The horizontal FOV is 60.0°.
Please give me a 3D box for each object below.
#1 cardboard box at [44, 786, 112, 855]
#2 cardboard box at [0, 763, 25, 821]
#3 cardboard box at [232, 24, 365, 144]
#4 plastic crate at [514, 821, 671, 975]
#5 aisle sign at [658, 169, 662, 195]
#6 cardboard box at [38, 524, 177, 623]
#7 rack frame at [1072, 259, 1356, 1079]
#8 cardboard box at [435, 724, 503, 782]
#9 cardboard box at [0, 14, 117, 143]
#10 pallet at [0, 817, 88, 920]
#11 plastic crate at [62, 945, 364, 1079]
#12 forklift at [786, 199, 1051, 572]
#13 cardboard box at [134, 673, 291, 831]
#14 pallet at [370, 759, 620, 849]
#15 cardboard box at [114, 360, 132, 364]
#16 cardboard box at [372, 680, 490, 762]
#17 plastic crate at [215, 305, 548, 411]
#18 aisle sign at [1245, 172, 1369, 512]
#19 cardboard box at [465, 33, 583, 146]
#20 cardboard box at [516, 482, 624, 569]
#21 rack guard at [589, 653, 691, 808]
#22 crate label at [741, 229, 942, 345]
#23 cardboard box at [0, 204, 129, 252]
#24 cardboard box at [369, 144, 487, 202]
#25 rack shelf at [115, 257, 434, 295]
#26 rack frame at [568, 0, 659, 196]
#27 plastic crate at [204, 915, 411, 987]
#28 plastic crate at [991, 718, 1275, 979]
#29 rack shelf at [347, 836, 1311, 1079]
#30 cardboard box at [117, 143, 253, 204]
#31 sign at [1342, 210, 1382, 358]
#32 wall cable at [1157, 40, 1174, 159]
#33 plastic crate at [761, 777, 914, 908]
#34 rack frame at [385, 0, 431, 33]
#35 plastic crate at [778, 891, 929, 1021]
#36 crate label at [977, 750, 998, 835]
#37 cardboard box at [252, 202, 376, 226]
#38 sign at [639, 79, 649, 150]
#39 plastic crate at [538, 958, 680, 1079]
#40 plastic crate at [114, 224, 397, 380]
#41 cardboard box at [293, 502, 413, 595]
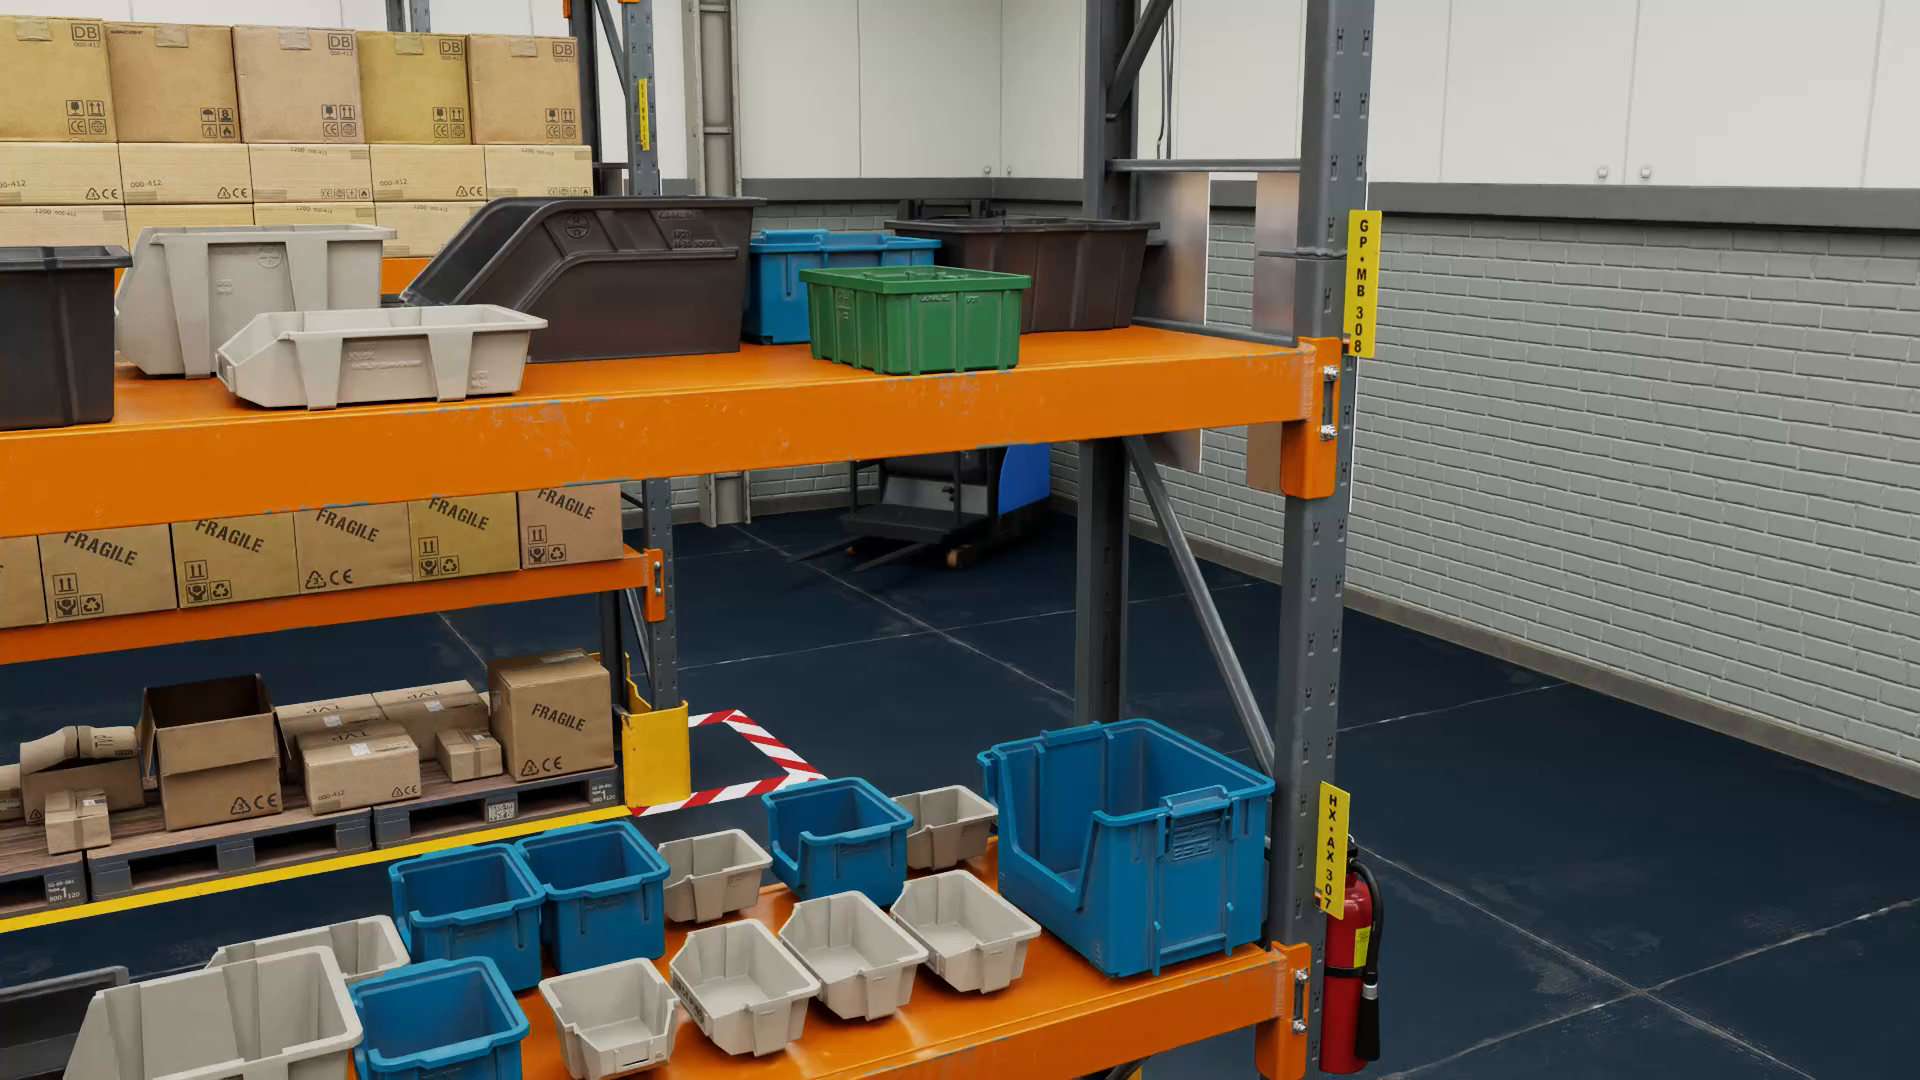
[{"bbox_3d":[-4.027,1.269,7.588,0.250,0.166,0.380,-7,14,-28],"label":"cardboard box"},{"bbox_3d":[-4.589,1.208,7.902,0.250,0.149,0.380,-7,14,-28],"label":"cardboard box"},{"bbox_3d":[-3.053,-2.057,7.580,0.500,0.500,0.700,-7,14,-28],"label":"cardboard box"},{"bbox_3d":[-0.903,0.885,4.091,0.300,0.233,0.416,-7,14,-28],"label":"plastic crate"},{"bbox_3d":[-1.536,-1.440,8.256,0.004,0.787,0.394,-7,14,-28],"label":"aisle sign"},{"bbox_3d":[-3.788,0.041,7.369,0.500,0.500,0.500,-7,14,-28],"label":"cardboard box"},{"bbox_3d":[0.627,0.731,4.528,0.127,3.000,1.000,-7,14,-28],"label":"rack frame"},{"bbox_3d":[-2.501,1.074,8.457,0.250,0.166,0.380,-7,14,-28],"label":"cardboard box"},{"bbox_3d":[-3.903,-1.940,7.063,0.500,0.500,0.700,-7,14,-28],"label":"cardboard box"},{"bbox_3d":[-4.651,1.486,7.528,1.213,0.211,1.003,-7,14,-28],"label":"pallet"},{"bbox_3d":[-1.455,1.055,3.221,0.530,0.282,0.437,-7,14,-28],"label":"plastic crate"},{"bbox_3d":[-0.329,-1.304,13.728,1.130,2.935,3.031,7,14,28],"label":"forklift"},{"bbox_3d":[-3.607,1.002,8.010,0.637,0.503,0.797,-7,14,-28],"label":"cardboard box"},{"bbox_3d":[-2.509,1.229,8.669,1.213,0.211,1.003,-7,14,-28],"label":"pallet"},{"bbox_3d":[-4.043,-0.550,7.716,0.500,0.500,0.500,-7,14,-27],"label":"cardboard box"},{"bbox_3d":[-2.795,0.958,8.780,0.500,0.250,0.500,-7,14,-28],"label":"cardboard box"},{"bbox_3d":[-1.068,-0.338,3.049,0.530,0.136,0.437,-7,14,-28],"label":"plastic crate"},{"bbox_3d":[0.831,-0.488,4.025,0.004,0.787,0.394,-7,14,-28],"label":"aisle sign"},{"bbox_3d":[-2.186,-2.167,8.067,0.500,0.500,0.700,-7,14,-28],"label":"cardboard box"},{"bbox_3d":[-2.006,-0.173,8.318,0.500,0.500,0.500,-6,14,-26],"label":"cardboard box"},{"bbox_3d":[-1.810,1.004,9.010,0.348,0.500,1.175,-7,14,-28],"label":"rack guard"},{"bbox_3d":[-0.337,-0.625,4.060,0.502,0.251,0.408,-7,14,-28],"label":"crate label"},{"bbox_3d":[-3.828,-1.301,7.067,0.500,0.250,0.500,-7,14,-28],"label":"cardboard box"},{"bbox_3d":[-2.510,-1.702,7.711,0.500,0.250,0.500,-7,14,-28],"label":"cardboard box"},{"bbox_3d":[-3.498,-1.126,7.586,4.000,0.370,1.077,-7,14,-28],"label":"rack shelf"},{"bbox_3d":[-1.743,-3.151,8.113,0.127,3.000,1.000,-7,14,-28],"label":"rack frame"},{"bbox_3d":[-1.499,1.010,3.752,0.466,0.136,0.293,-7,14,-28],"label":"plastic crate"},{"bbox_3d":[0.423,0.756,4.201,0.499,0.435,0.616,-7,14,-28],"label":"plastic crate"},{"bbox_3d":[-1.128,1.293,3.672,4.000,0.370,1.077,-7,14,-28],"label":"rack shelf"},{"bbox_3d":[-3.387,-1.596,7.241,0.500,0.250,0.500,-7,14,-28],"label":"cardboard box"},{"bbox_3d":[0.905,-0.577,3.747,0.005,0.325,0.100,-7,14,-28],"label":"sign"},{"bbox_3d":[1.016,-3.116,15.032,0.112,2.526,3.097,-7,14,-28],"label":"wall cable"},{"bbox_3d":[-0.325,0.815,4.399,0.300,0.233,0.416,-7,14,-28],"label":"plastic crate"},{"bbox_3d":[-4.120,-4.105,12.353,0.127,3.000,1.000,-7,14,-28],"label":"rack frame"},{"bbox_3d":[-0.263,0.979,3.891,0.243,0.136,0.396,-7,14,-28],"label":"plastic crate"},{"bbox_3d":[0.253,0.746,4.706,0.303,0.233,0.416,-7,14,-28],"label":"crate label"},{"bbox_3d":[-2.944,-1.403,7.523,0.500,0.250,0.500,-7,14,-28],"label":"cardboard box"},{"bbox_3d":[-1.495,-2.010,7.860,0.005,0.325,0.100,-7,14,-28],"label":"sign"},{"bbox_3d":[-0.747,1.048,3.586,0.250,0.136,0.298,-7,14,-28],"label":"plastic crate"},{"bbox_3d":[-1.466,-0.501,3.440,0.530,0.282,0.437,-7,14,-28],"label":"plastic crate"},{"bbox_3d":[-2.900,-0.066,7.844,0.500,0.500,0.500,-7,14,-27],"label":"cardboard box"}]
